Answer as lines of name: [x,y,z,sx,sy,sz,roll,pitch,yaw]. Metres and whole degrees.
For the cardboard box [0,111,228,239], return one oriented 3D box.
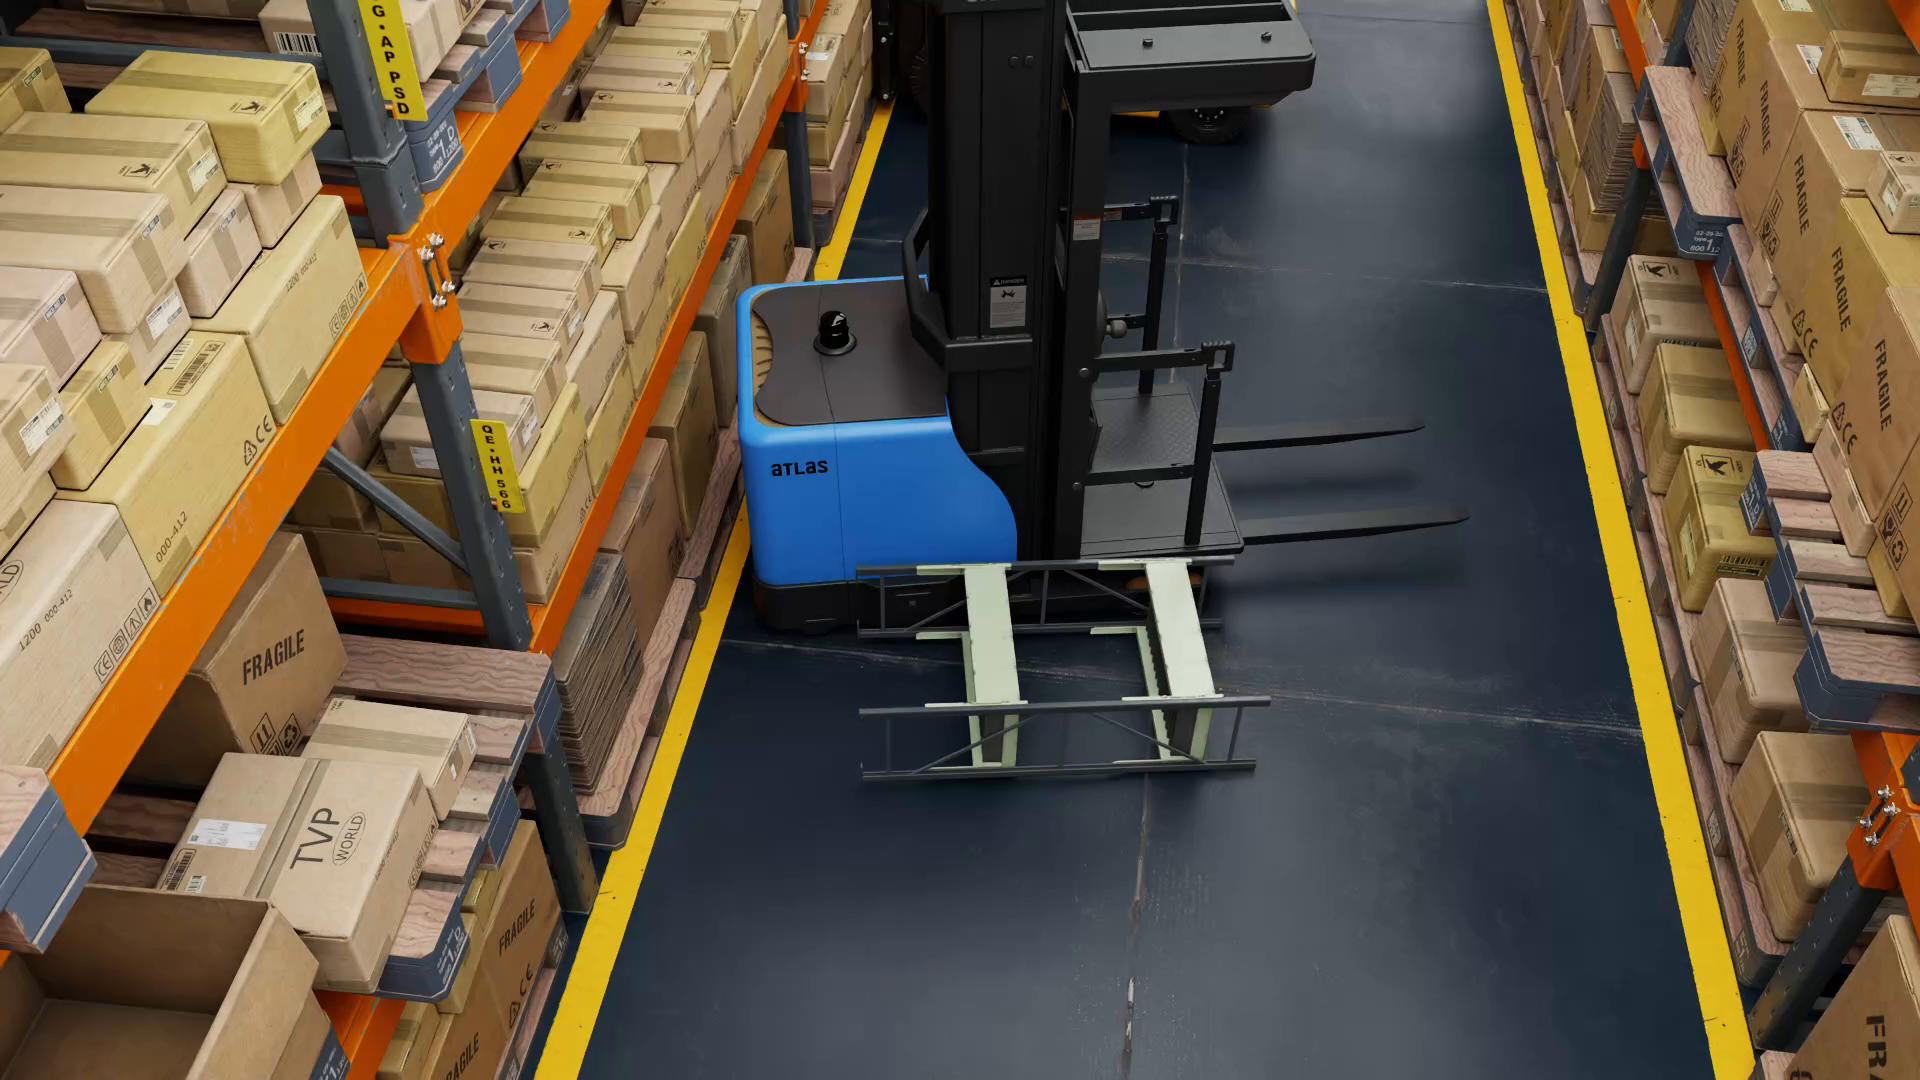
cardboard box: [-1.687,-0.705,3.256,0.380,0.149,0.250,4,44,4]

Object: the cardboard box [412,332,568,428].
cardboard box: [-1.427,-0.493,5.066,0.380,0.149,0.250,6,44,6]

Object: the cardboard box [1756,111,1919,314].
cardboard box: [3.107,-1.101,5.659,0.500,0.500,0.500,4,44,4]

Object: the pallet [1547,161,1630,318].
pallet: [3.708,-1.574,8.781,1.003,0.211,1.213,5,44,6]

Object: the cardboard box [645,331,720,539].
cardboard box: [-1.531,-0.467,7.006,0.875,0.625,0.625,4,44,4]

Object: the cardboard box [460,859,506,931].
cardboard box: [-1.609,1.031,5.042,0.380,0.149,0.250,3,44,3]

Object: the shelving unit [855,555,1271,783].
shelving unit: [0.358,0.485,6.420,1.500,0.431,0.755,-2,44,-4]

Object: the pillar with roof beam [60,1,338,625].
pillar with roof beam: [1.751,-2.606,3.479,9.100,9.000,0.400,5,44,6]

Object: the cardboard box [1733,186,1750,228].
cardboard box: [3.189,-1.298,6.339,0.380,0.149,0.250,6,44,6]

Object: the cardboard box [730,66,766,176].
cardboard box: [-1.134,-1.809,7.111,0.500,0.250,0.500,5,44,5]

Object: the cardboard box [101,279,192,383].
cardboard box: [-1.717,-0.413,3.164,0.380,0.149,0.250,6,44,6]

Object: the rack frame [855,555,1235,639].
rack frame: [0.335,0.231,6.683,1.500,0.400,0.023,-2,44,-4]

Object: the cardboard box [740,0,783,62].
cardboard box: [-1.078,-2.343,7.311,0.500,0.250,0.500,4,44,5]

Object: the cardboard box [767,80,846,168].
cardboard box: [-0.896,-2.211,8.757,0.500,0.250,0.500,5,44,5]

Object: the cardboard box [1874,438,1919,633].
cardboard box: [2.910,-0.031,4.529,0.500,0.500,0.500,4,44,4]

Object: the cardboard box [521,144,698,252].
cardboard box: [-1.297,-1.302,6.211,0.500,0.250,0.500,6,44,6]

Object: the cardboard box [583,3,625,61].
cardboard box: [-1.664,-2.037,6.988,0.500,0.250,0.500,5,44,5]

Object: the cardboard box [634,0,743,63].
cardboard box: [-1.095,-2.062,6.724,0.380,0.149,0.250,4,44,4]

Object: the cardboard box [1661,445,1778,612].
cardboard box: [3.406,-0.002,6.698,0.950,0.372,0.625,7,44,7]

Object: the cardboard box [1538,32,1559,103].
cardboard box: [3.668,-2.761,9.701,0.500,0.250,0.500,8,44,8]

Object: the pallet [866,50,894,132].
pallet: [-0.961,-2.934,10.217,1.003,0.211,1.213,5,44,6]

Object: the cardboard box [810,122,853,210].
cardboard box: [-0.874,-2.028,8.927,0.500,0.250,0.500,6,44,6]

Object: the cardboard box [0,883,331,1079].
cardboard box: [-1.827,1.091,3.558,0.797,0.503,0.637,4,44,5]

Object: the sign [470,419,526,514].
sign: [-1.256,-0.197,4.514,0.100,0.325,0.005,5,44,6]

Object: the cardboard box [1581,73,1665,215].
cardboard box: [3.467,-1.980,8.330,0.500,0.500,0.500,5,44,5]

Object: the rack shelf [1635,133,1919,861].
rack shelf: [3.390,-0.501,6.143,1.077,0.370,4.000,5,44,6]

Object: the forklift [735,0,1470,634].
forklift: [0.622,-1.111,6.314,3.031,2.935,1.130,-4,44,-5]

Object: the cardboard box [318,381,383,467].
cardboard box: [-1.952,-0.360,4.926,0.380,0.149,0.250,7,44,7]

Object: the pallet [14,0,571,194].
pallet: [-1.794,-1.339,4.461,1.213,0.211,1.003,7,44,7]

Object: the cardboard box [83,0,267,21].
cardboard box: [-1.953,-1.589,4.318,0.500,0.250,0.500,5,44,6]

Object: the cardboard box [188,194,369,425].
cardboard box: [-1.622,-0.511,3.558,0.500,0.250,0.500,4,44,4]

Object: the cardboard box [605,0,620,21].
cardboard box: [-1.646,-2.278,6.952,0.380,0.149,0.250,5,44,5]

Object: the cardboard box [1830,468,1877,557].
cardboard box: [2.888,-0.071,5.042,0.380,0.149,0.250,5,44,5]

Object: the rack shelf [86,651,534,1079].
rack shelf: [-2.059,1.776,3.738,1.077,0.370,4.000,5,44,6]

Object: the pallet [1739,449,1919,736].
pallet: [3.114,0.175,5.046,1.213,0.211,1.003,5,44,6]

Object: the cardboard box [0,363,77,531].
cardboard box: [-1.688,-0.162,2.683,0.380,0.149,0.250,4,44,5]

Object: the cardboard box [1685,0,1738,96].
cardboard box: [3.308,-2.129,6.745,0.500,0.500,0.500,6,44,7]

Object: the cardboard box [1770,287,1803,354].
cardboard box: [3.062,-0.769,5.780,0.380,0.149,0.250,4,44,4]

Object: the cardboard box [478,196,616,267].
cardboard box: [-1.393,-1.023,5.627,0.380,0.149,0.250,6,44,6]

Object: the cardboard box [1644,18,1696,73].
cardboard box: [3.395,-2.281,7.682,0.380,0.149,0.250,5,44,5]

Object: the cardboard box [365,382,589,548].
cardboard box: [-1.469,-0.253,5.103,0.500,0.250,0.500,5,44,5]

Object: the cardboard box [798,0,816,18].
cardboard box: [-0.949,-2.889,8.069,0.500,0.500,0.500,4,44,4]

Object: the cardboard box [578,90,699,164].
cardboard box: [-1.189,-1.532,6.164,0.380,0.149,0.250,4,44,4]

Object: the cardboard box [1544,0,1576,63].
cardboard box: [3.661,-3.039,9.449,0.500,0.500,0.500,6,44,6]

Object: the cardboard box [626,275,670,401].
cardboard box: [-1.361,-0.768,6.011,0.500,0.250,0.500,4,44,4]

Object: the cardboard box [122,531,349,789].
cardboard box: [-2.018,0.300,4.396,0.500,0.500,0.500,7,44,7]

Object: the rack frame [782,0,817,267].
rack frame: [-1.266,-2.574,7.809,1.000,3.000,0.127,5,44,6]

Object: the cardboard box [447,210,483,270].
cardboard box: [-1.859,-1.064,5.670,0.380,0.149,0.250,5,44,5]

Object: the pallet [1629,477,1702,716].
pallet: [3.394,0.251,6.853,1.003,0.211,1.213,5,44,6]

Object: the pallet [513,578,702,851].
pallet: [-1.647,0.607,6.478,1.003,0.211,1.213,5,44,6]

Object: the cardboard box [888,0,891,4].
cardboard box: [-0.686,-3.241,9.844,0.500,0.250,0.500,5,44,5]

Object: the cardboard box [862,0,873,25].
cardboard box: [-0.759,-3.080,9.311,0.500,0.250,0.500,7,44,7]

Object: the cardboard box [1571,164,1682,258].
cardboard box: [3.466,-1.707,8.588,0.500,0.250,0.500,7,44,7]

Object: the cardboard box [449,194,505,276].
cardboard box: [-1.876,-0.996,5.888,0.500,0.250,0.500,5,44,5]

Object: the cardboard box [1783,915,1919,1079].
cardboard box: [2.952,1.683,4.553,0.875,0.875,0.875,5,44,5]

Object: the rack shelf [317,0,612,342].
rack shelf: [-1.530,-2.039,5.586,1.077,0.370,4.000,5,44,6]

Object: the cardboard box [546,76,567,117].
cardboard box: [-1.746,-1.762,6.407,0.380,0.149,0.250,5,44,5]
